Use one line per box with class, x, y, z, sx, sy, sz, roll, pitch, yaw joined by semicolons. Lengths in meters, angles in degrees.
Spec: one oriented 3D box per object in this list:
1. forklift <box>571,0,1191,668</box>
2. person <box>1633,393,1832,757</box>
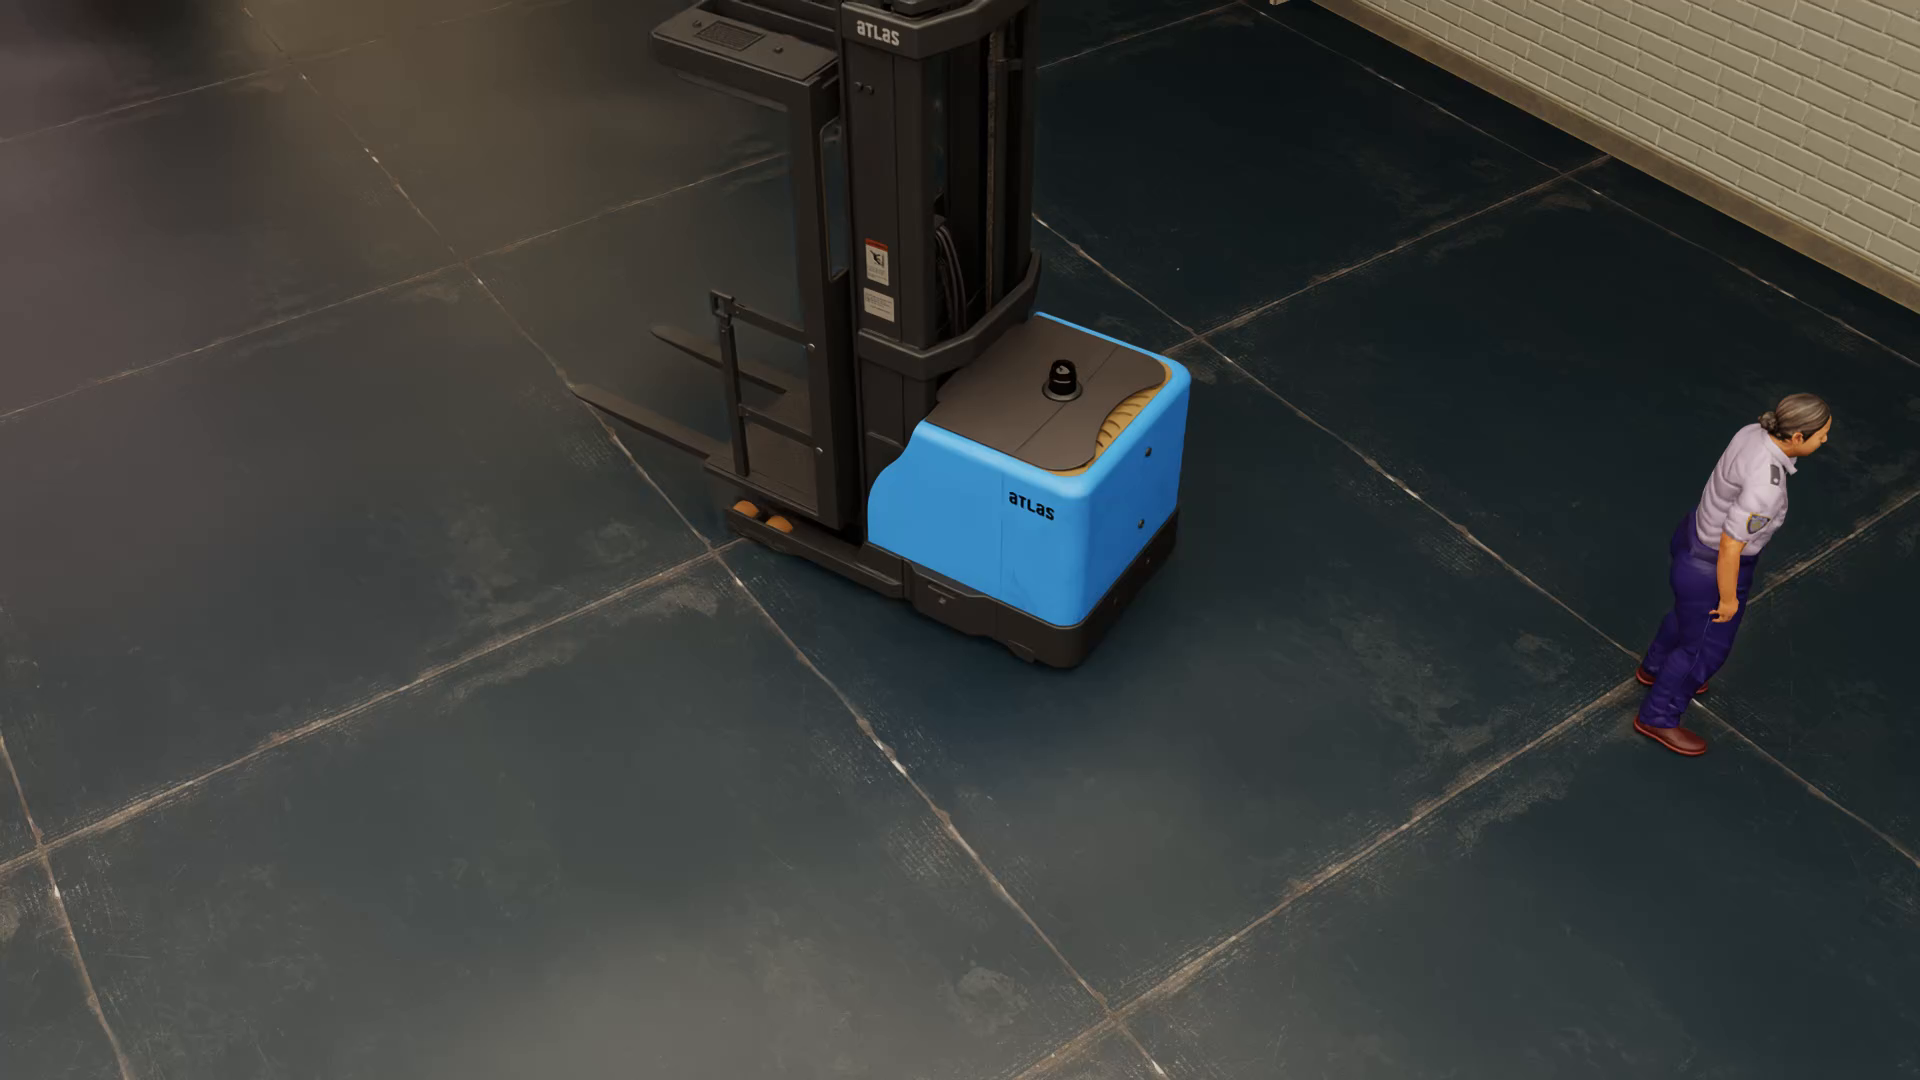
forklift;-0.511;-1.302;7.129;3.031;2.935;1.130;24;48;24
person;3.017;0.100;6.554;0.340;1.650;0.547;13;44;13
